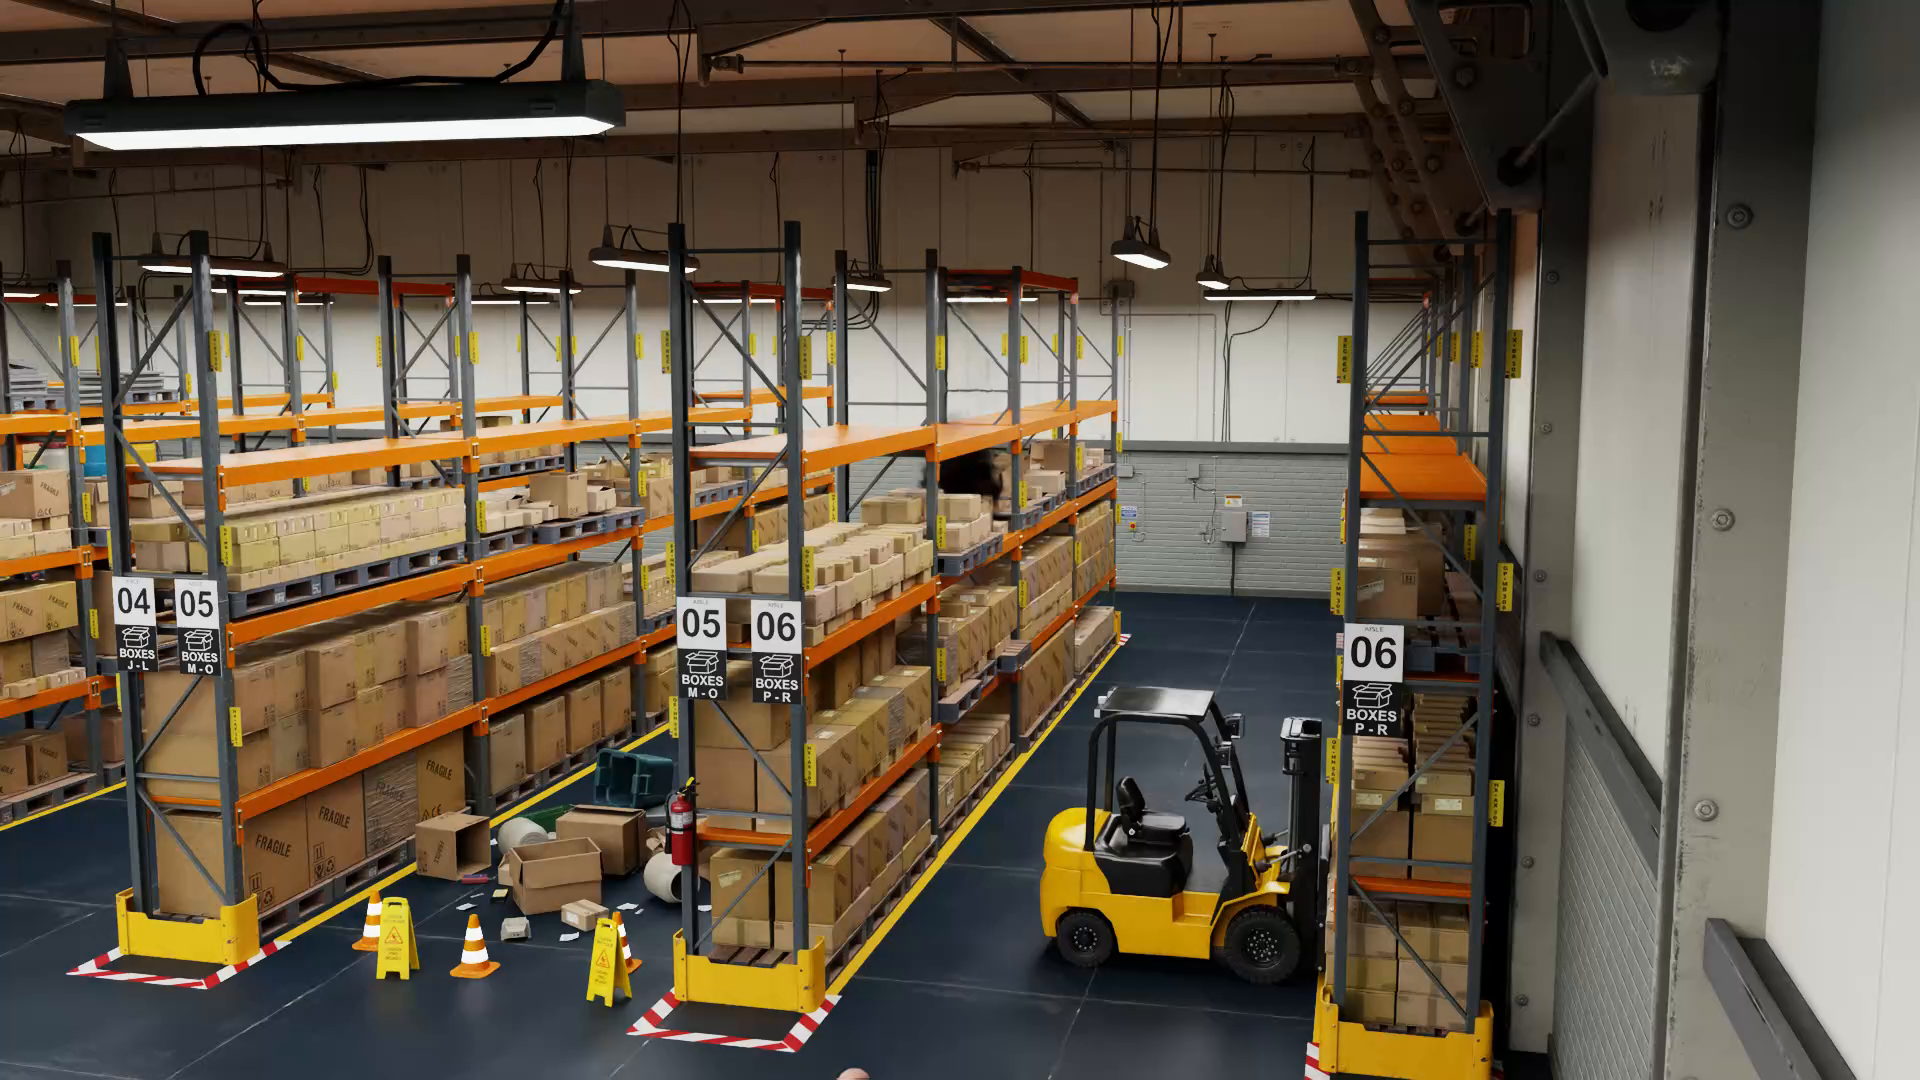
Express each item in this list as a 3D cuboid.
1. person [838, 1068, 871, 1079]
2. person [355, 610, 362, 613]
[{"bbox_3d":[-0.465,3.349,8.033,0.680,1.731,0.823,0,7,3],"label":"person"},{"bbox_3d":[-7.796,1.750,22.032,0.563,1.540,0.717,3,8,22],"label":"person"}]
